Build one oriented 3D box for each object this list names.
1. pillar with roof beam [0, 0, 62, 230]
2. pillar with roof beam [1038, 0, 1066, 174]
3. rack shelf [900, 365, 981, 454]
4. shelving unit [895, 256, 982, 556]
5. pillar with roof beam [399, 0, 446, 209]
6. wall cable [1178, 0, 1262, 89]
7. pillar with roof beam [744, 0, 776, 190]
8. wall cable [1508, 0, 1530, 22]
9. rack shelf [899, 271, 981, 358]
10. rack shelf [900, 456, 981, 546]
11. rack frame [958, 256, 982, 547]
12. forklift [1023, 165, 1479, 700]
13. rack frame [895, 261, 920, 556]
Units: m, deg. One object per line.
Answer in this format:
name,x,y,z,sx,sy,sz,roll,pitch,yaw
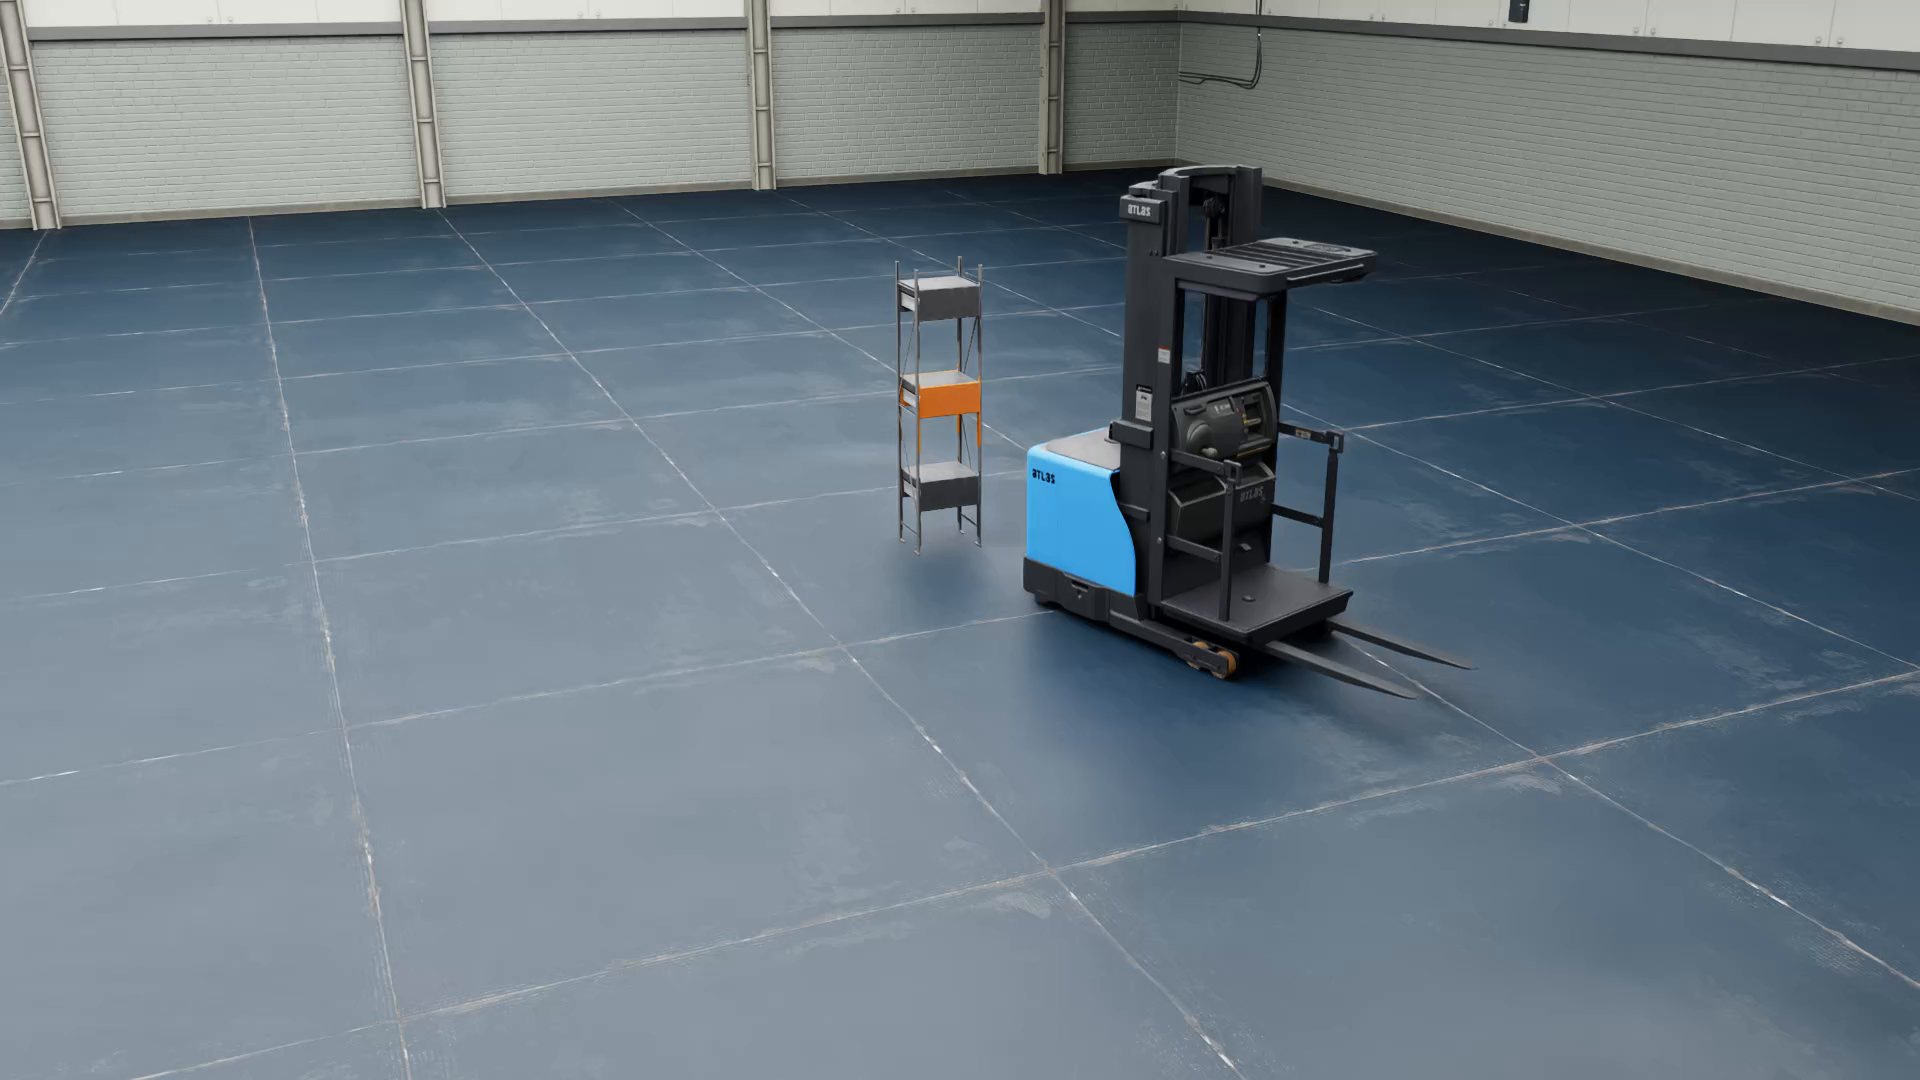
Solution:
pillar with roof beam,-13.004,-7.967,21.599,0.400,9.000,9.100,-8,21,-22
pillar with roof beam,3.523,-10.335,28.325,0.400,9.000,9.100,-8,21,-22
rack shelf,-0.152,-0.956,12.116,0.480,0.518,0.431,-8,21,-22
shelving unit,-0.152,-0.969,12.111,0.503,2.100,0.431,-8,21,-22
pillar with roof beam,-7.495,-8.756,23.841,0.400,9.000,9.100,-8,21,-22
wall cable,5.047,-10.167,32.524,0.112,2.526,3.097,-8,21,-22
pillar with roof beam,-1.986,-9.546,26.083,0.400,9.000,9.100,-8,21,-22
wall cable,8.793,-10.339,23.216,0.169,6.003,2.305,-8,21,-22
rack shelf,-0.152,-1.616,11.884,0.480,0.518,0.431,-8,21,-22
rack shelf,-0.152,-0.295,12.348,0.480,0.518,0.431,-8,21,-22
rack frame,0.072,-1.001,12.203,0.015,2.100,0.400,-8,21,-22
forklift,1.787,-0.730,10.183,1.130,2.935,3.031,-16,25,-39
rack frame,-0.376,-0.937,12.020,0.015,2.100,0.400,-8,21,-22
